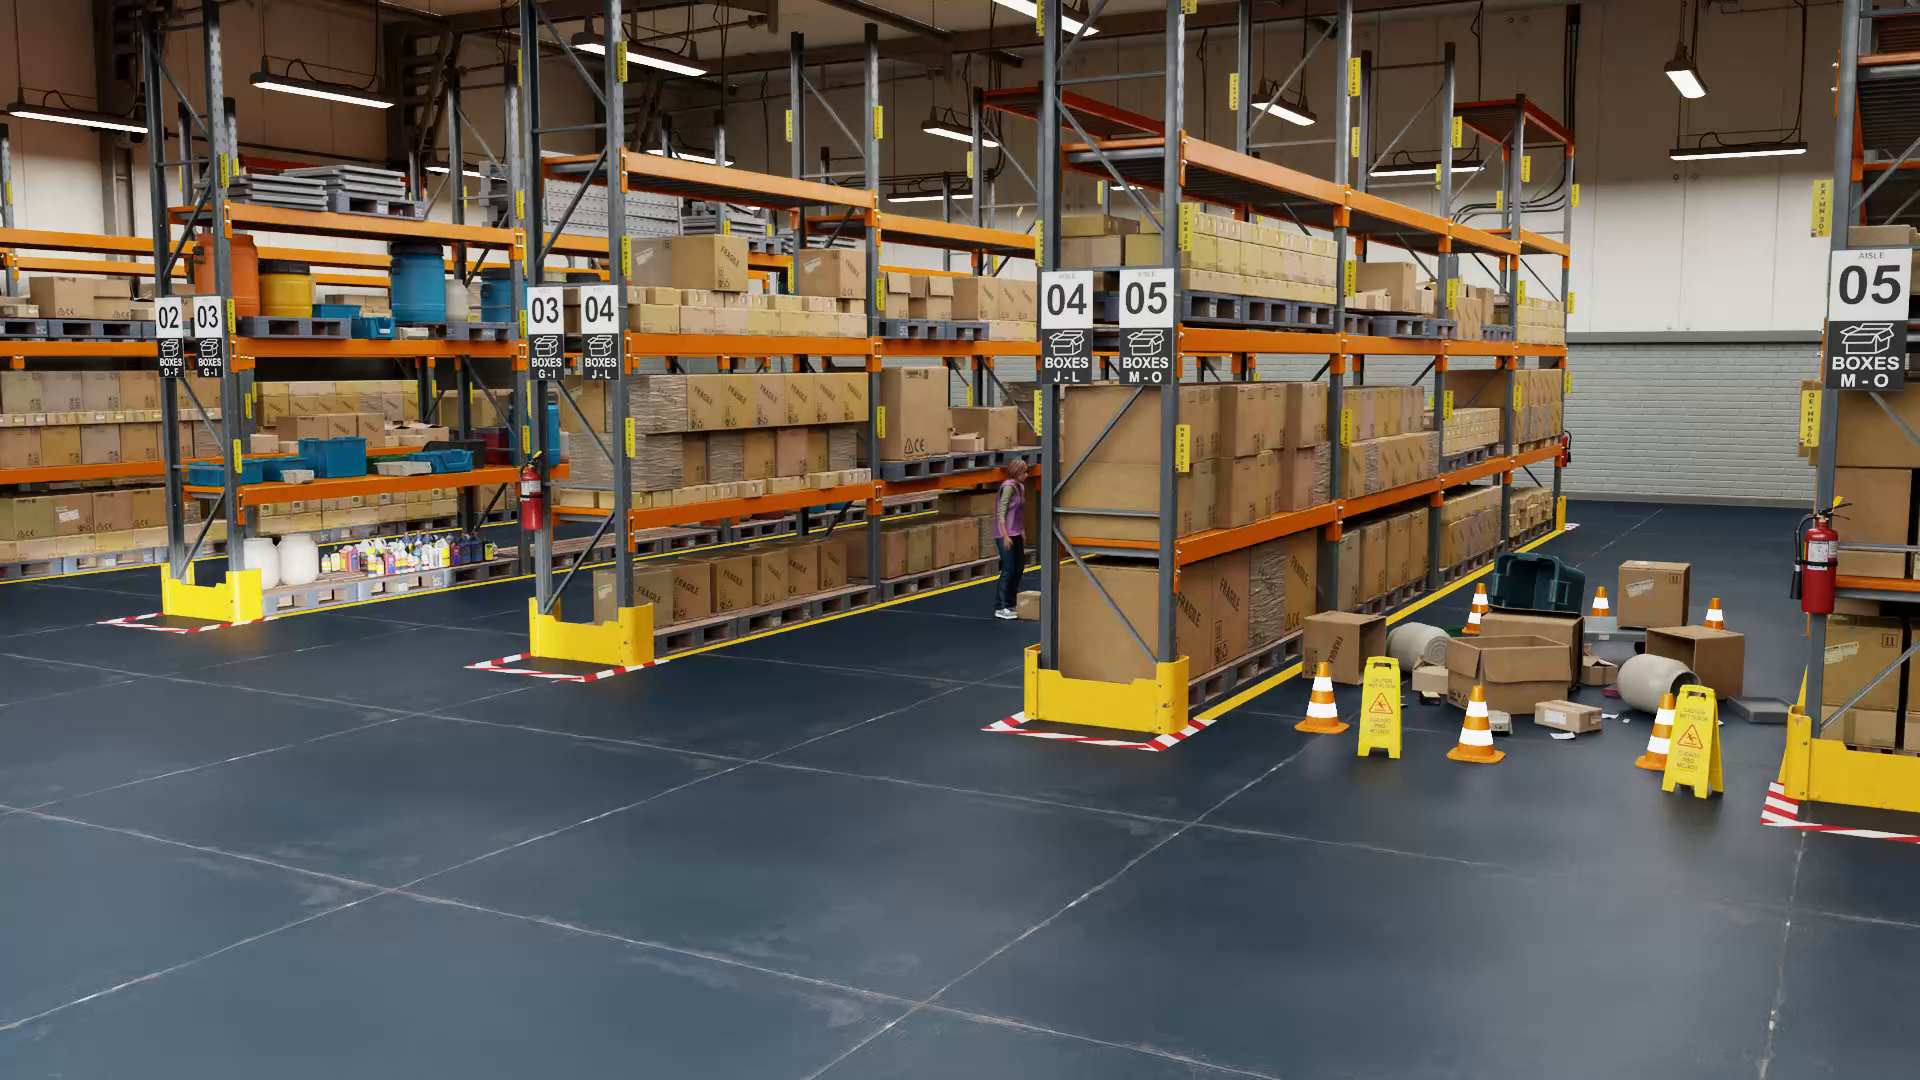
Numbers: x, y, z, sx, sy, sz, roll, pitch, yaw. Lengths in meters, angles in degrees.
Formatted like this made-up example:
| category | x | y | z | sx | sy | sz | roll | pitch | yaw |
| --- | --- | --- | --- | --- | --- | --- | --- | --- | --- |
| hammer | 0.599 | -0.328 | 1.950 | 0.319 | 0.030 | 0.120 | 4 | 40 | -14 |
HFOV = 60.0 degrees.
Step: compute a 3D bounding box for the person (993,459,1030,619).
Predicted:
| category | x | y | z | sx | sy | sz | roll | pitch | yaw |
| --- | --- | --- | --- | --- | --- | --- | --- | --- | --- |
| person | 0.521 | -0.023 | 16.776 | 0.344 | 1.593 | 0.480 | 3 | 7 | 27 |
